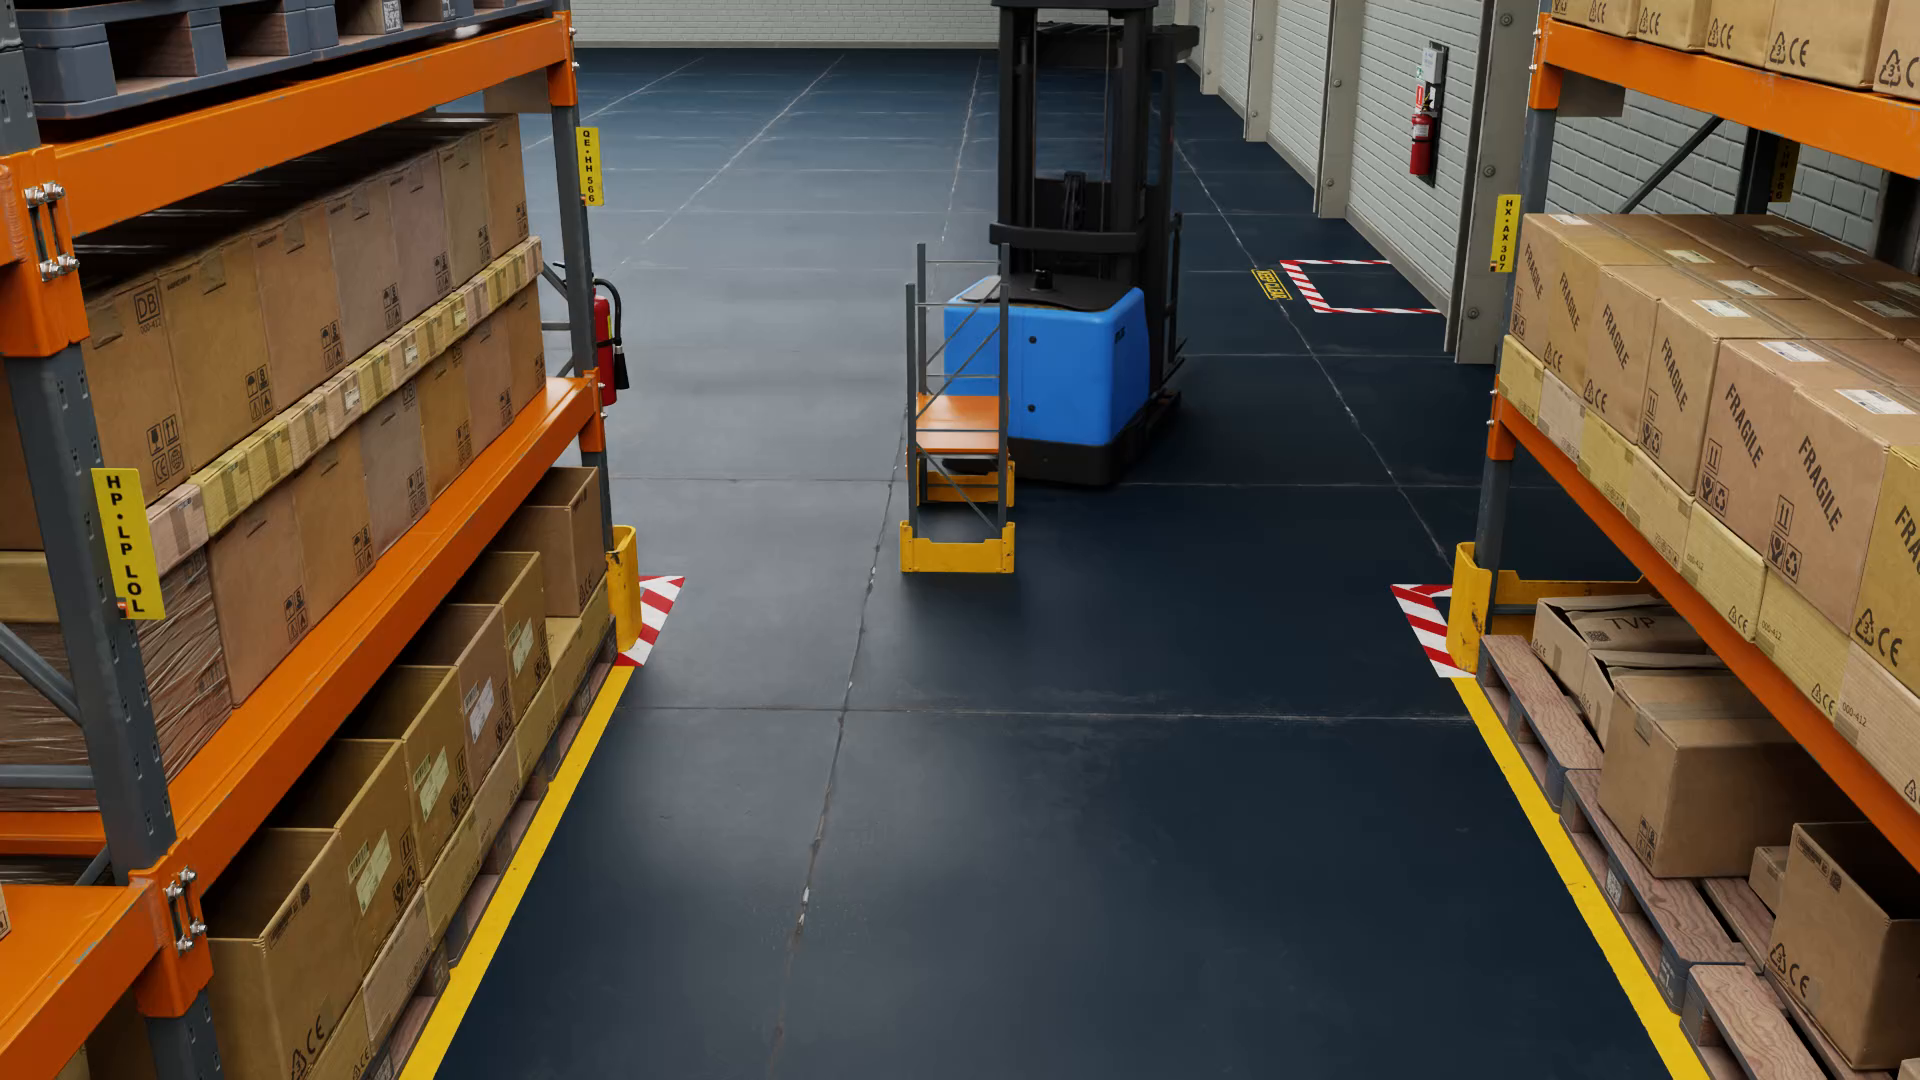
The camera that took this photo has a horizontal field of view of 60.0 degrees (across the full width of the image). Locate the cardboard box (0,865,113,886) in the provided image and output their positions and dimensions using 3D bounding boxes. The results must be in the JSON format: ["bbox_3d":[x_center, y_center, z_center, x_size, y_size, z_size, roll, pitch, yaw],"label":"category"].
[{"bbox_3d":[-2.405,0.897,4.755,0.500,0.500,0.500,1,21,2],"label":"cardboard box"}]

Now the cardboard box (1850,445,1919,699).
[{"bbox_3d":[2.430,0.101,3.766,0.500,0.500,0.500,1,21,1],"label":"cardboard box"}]

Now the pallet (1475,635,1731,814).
[{"bbox_3d":[2.784,0.739,6.834,1.003,0.211,1.213,1,21,2],"label":"pallet"}]

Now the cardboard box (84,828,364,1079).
[{"bbox_3d":[-1.900,1.083,4.275,0.500,0.500,0.500,1,21,2],"label":"cardboard box"}]

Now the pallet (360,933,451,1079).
[{"bbox_3d":[-2.161,1.524,4.810,1.003,0.211,1.213,1,21,2],"label":"pallet"}]

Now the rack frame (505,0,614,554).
[{"bbox_3d":[-2.106,-0.935,7.293,1.000,3.000,0.127,1,21,2],"label":"rack frame"}]

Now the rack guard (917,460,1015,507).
[{"bbox_3d":[0.017,-0.324,9.519,0.587,0.250,0.087,1,21,2],"label":"rack guard"}]

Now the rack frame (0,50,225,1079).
[{"bbox_3d":[-2.227,0.511,3.566,1.000,3.000,0.127,1,21,2],"label":"rack frame"}]

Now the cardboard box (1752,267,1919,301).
[{"bbox_3d":[3.008,-0.630,5.648,0.500,0.500,0.500,0,21,0],"label":"cardboard box"}]

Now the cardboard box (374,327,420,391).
[{"bbox_3d":[-1.972,-0.583,5.351,0.380,0.149,0.250,0,21,1],"label":"cardboard box"}]

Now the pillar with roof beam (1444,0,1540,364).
[{"bbox_3d":[-0.431,-5.633,11.107,9.100,9.000,0.400,1,21,2],"label":"pillar with roof beam"}]

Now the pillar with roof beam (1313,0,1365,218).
[{"bbox_3d":[-0.249,-7.803,16.698,9.100,9.000,0.400,1,21,2],"label":"pillar with roof beam"}]

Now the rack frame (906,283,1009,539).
[{"bbox_3d":[-0.013,-0.546,8.363,0.500,1.500,0.032,1,21,2],"label":"rack frame"}]

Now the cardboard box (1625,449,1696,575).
[{"bbox_3d":[2.473,-0.094,5.304,0.500,0.250,0.500,1,21,2],"label":"cardboard box"}]

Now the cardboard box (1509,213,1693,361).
[{"bbox_3d":[2.531,-1.002,6.608,0.500,0.500,0.500,1,21,2],"label":"cardboard box"}]

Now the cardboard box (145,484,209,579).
[{"bbox_3d":[-2.018,-0.024,3.909,0.380,0.149,0.250,1,21,2],"label":"cardboard box"}]

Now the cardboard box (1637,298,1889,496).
[{"bbox_3d":[2.480,-0.450,5.185,0.500,0.500,0.500,1,21,3],"label":"cardboard box"}]

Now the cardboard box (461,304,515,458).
[{"bbox_3d":[-2.144,-0.623,6.351,0.700,0.500,0.500,1,21,3],"label":"cardboard box"}]

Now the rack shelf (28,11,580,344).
[{"bbox_3d":[-2.166,-1.275,5.017,1.077,0.370,4.000,1,21,2],"label":"rack shelf"}]

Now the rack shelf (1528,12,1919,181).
[{"bbox_3d":[2.785,-1.222,4.880,1.077,0.370,4.000,1,21,2],"label":"rack shelf"}]

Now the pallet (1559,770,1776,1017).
[{"bbox_3d":[2.744,1.179,5.700,1.003,0.211,1.213,1,21,2],"label":"pallet"}]

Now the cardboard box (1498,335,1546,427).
[{"bbox_3d":[2.514,-0.649,6.734,0.500,0.250,0.500,0,21,0],"label":"cardboard box"}]

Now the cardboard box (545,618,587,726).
[{"bbox_3d":[-1.830,0.529,6.740,0.500,0.250,0.500,1,21,2],"label":"cardboard box"}]

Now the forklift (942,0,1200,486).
[{"bbox_3d":[0.854,-2.183,10.604,1.130,2.935,3.031,7,22,18],"label":"forklift"}]

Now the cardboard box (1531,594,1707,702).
[{"bbox_3d":[2.735,0.415,6.921,0.500,0.311,0.500,-2,21,-4],"label":"cardboard box"}]

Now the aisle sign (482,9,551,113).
[{"bbox_3d":[-1.810,-2.168,6.876,0.394,0.787,0.004,1,21,2],"label":"aisle sign"}]

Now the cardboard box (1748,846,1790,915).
[{"bbox_3d":[2.793,1.110,5.355,0.380,0.149,0.250,-1,21,-3],"label":"cardboard box"}]

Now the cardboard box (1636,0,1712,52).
[{"bbox_3d":[2.522,-1.837,5.304,0.500,0.500,0.500,2,21,4],"label":"cardboard box"}]

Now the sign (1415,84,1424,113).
[{"bbox_3d":[4.105,-3.898,14.878,0.001,0.329,0.234,1,21,2],"label":"sign"}]

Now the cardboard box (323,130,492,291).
[{"bbox_3d":[-2.145,-1.209,6.066,0.700,0.500,0.500,0,21,0],"label":"cardboard box"}]

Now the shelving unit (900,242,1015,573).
[{"bbox_3d":[0.002,-0.727,8.829,0.587,1.500,1.083,1,21,2],"label":"shelving unit"}]

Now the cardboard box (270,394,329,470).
[{"bbox_3d":[-1.996,-0.303,4.627,0.380,0.149,0.250,0,21,0],"label":"cardboard box"}]

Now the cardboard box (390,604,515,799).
[{"bbox_3d":[-1.857,0.541,5.672,0.500,0.500,0.500,1,21,2],"label":"cardboard box"}]

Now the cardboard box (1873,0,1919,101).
[{"bbox_3d":[2.521,-1.258,3.813,0.500,0.500,0.500,-1,21,-3],"label":"cardboard box"}]

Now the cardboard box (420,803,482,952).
[{"bbox_3d":[-1.869,1.071,5.342,0.500,0.250,0.500,1,21,2],"label":"cardboard box"}]

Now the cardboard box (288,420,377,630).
[{"bbox_3d":[-2.191,-0.068,4.920,0.700,0.500,0.500,1,21,2],"label":"cardboard box"}]

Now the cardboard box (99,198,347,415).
[{"bbox_3d":[-2.190,-0.665,4.664,0.700,0.500,0.500,1,21,2],"label":"cardboard box"}]

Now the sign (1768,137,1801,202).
[{"bbox_3d":[3.400,-1.556,6.855,0.100,0.325,0.005,1,21,2],"label":"sign"}]

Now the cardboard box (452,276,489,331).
[{"bbox_3d":[-1.951,-0.866,6.080,0.380,0.149,0.250,1,21,2],"label":"cardboard box"}]

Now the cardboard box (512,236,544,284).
[{"bbox_3d":[-1.927,-1.144,6.796,0.380,0.149,0.250,0,21,1],"label":"cardboard box"}]

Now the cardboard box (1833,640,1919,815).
[{"bbox_3d":[2.436,0.450,3.902,0.500,0.250,0.500,1,21,2],"label":"cardboard box"}]
